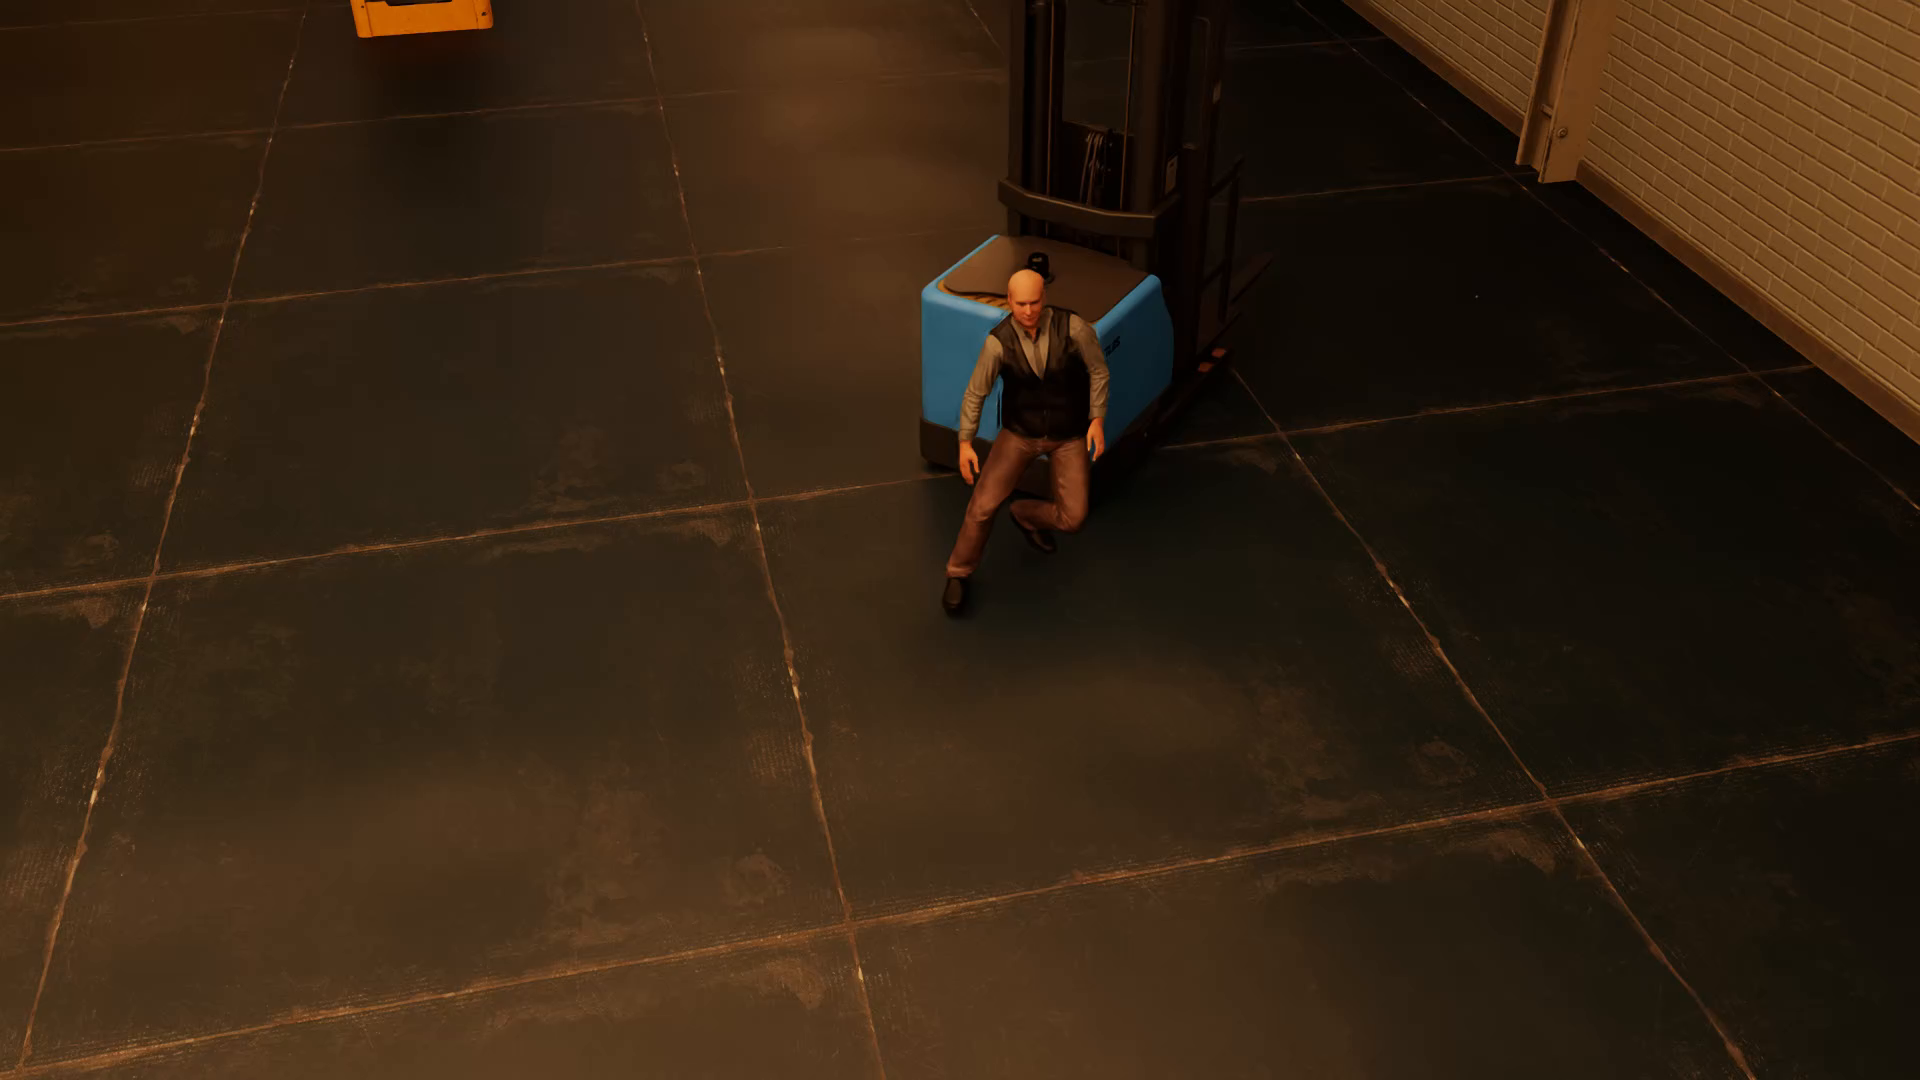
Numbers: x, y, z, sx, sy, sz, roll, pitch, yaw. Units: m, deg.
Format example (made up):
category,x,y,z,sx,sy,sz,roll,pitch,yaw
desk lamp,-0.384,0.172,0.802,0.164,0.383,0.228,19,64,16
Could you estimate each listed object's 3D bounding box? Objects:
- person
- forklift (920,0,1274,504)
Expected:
category,x,y,z,sx,sy,sz,roll,pitch,yaw
person,0.310,-0.461,7.834,0.772,1.614,0.684,2,36,3
forklift,0.969,-2.197,9.104,1.130,2.935,3.031,19,40,25
